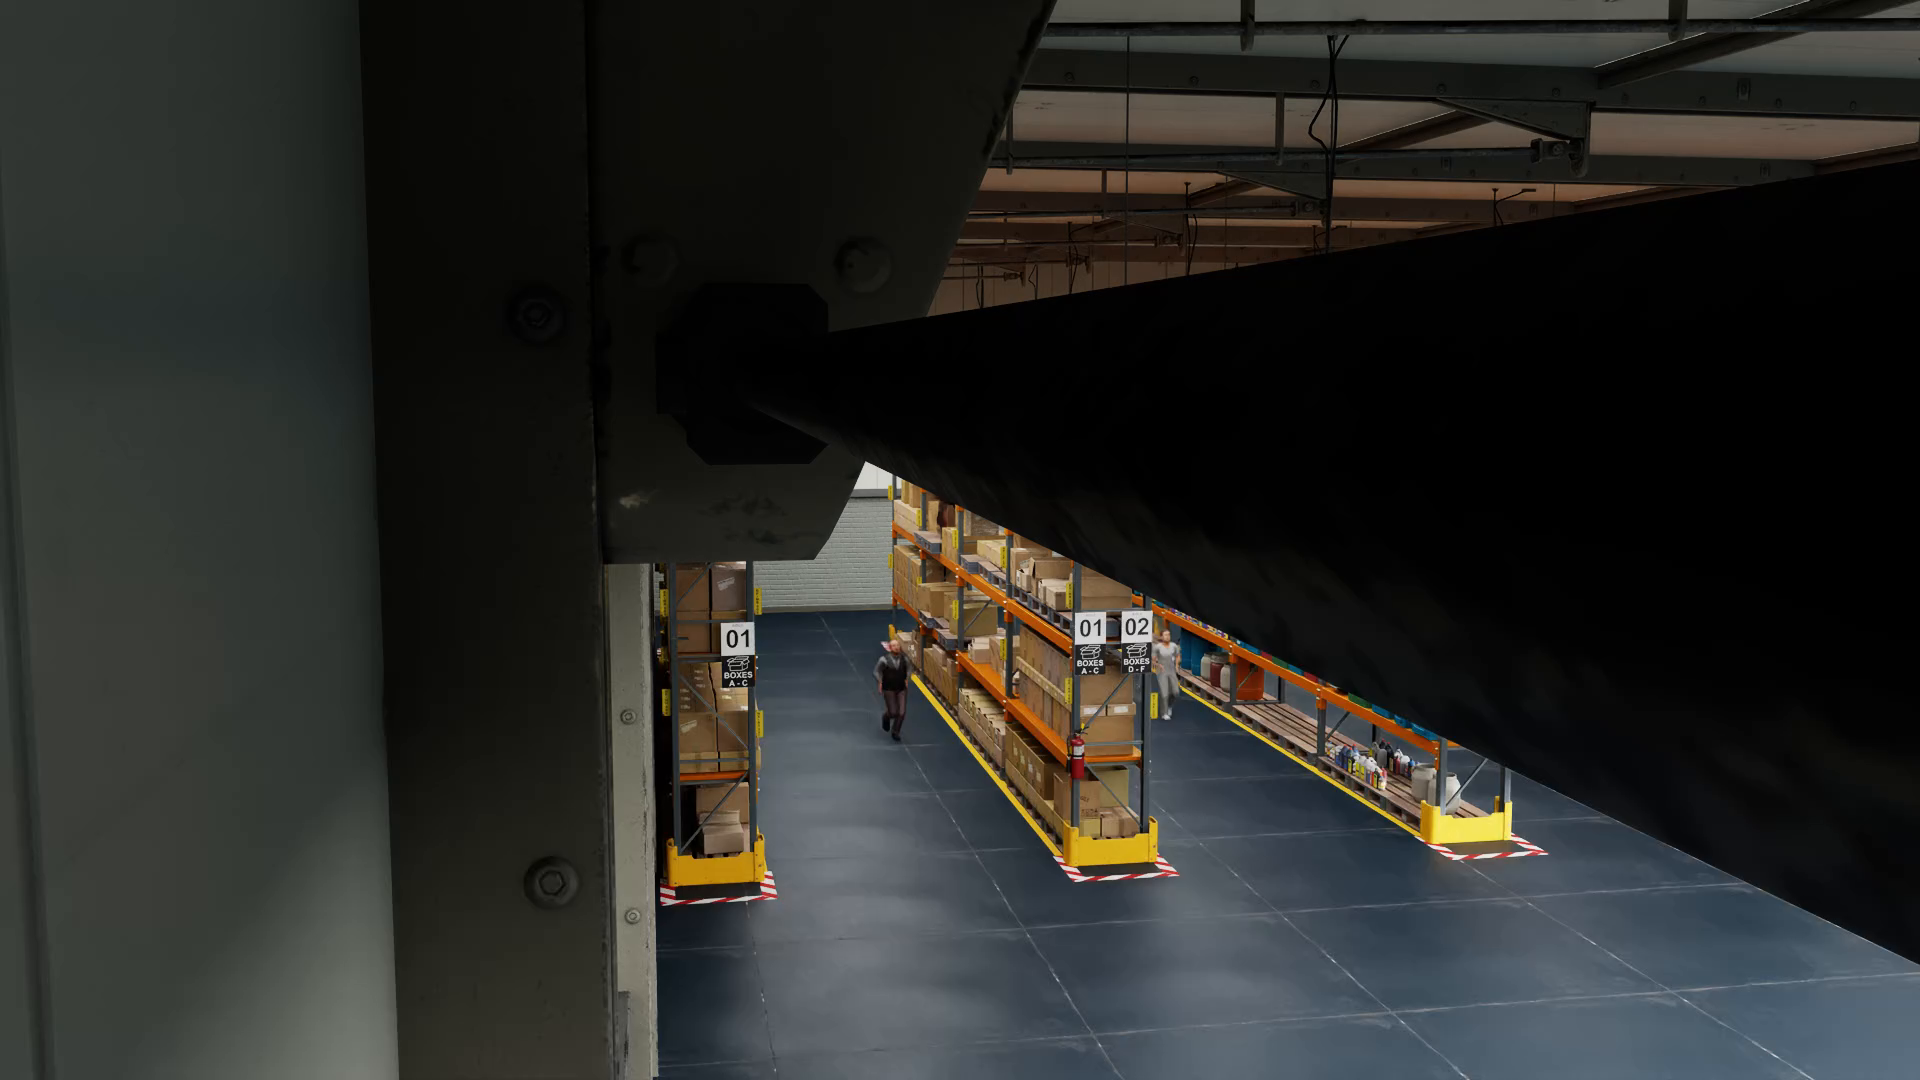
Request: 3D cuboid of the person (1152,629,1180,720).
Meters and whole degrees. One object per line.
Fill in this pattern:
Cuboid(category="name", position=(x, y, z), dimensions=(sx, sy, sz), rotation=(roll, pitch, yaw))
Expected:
Cuboid(category="person", position=(3.634, 2.363, 29.175), dimensions=(0.539, 1.626, 0.541), rotation=(-1, 6, -9))

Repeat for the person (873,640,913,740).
Cuboid(category="person", position=(-1.087, 2.508, 27.749), dimensions=(0.664, 1.677, 0.578), rotation=(-2, 7, -19))
